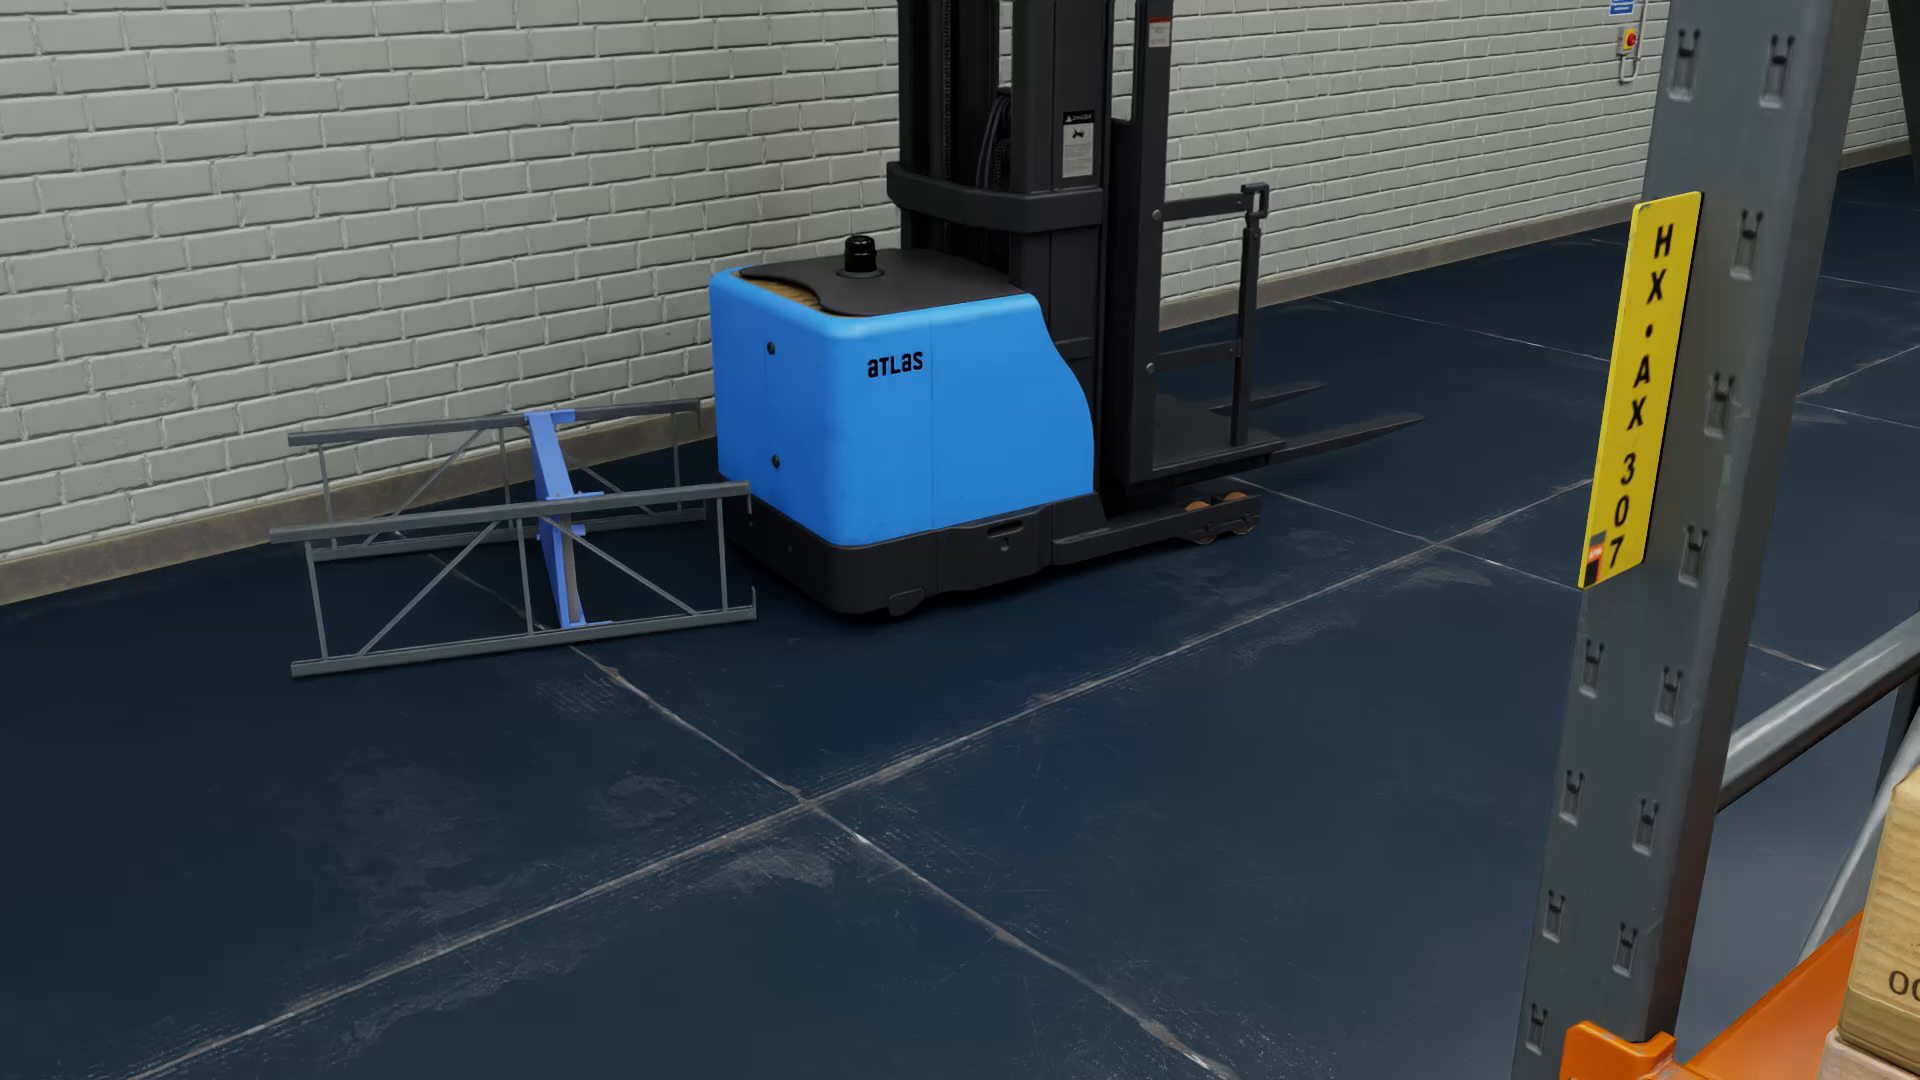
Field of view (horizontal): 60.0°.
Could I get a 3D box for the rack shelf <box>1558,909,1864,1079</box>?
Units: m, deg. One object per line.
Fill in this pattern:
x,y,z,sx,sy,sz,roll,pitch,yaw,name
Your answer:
2.294,1.076,0.610,1.077,0.370,4.000,-17,27,-37,rack shelf

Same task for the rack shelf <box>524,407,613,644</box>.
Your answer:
-1.403,-0.078,5.945,0.185,0.538,1.000,-7,22,-16,rack shelf

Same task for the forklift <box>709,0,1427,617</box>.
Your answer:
0.586,-1.494,6.279,3.031,2.935,1.130,-13,25,-31,forklift

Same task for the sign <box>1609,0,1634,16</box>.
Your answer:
4.722,-3.854,11.840,0.327,0.218,0.001,-17,27,-37,sign

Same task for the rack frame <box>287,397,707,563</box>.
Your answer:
-1.729,-0.235,6.345,1.500,0.500,0.032,-7,22,-16,rack frame

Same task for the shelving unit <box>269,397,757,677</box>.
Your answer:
-1.575,-0.058,5.894,1.500,0.538,1.048,-7,22,-16,shelving unit

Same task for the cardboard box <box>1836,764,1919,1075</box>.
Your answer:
1.098,0.317,1.360,0.500,0.250,0.500,-18,28,-39,cardboard box

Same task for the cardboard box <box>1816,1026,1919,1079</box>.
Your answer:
0.971,0.482,1.484,0.380,0.149,0.250,-17,27,-37,cardboard box

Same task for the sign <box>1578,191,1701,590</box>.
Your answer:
0.564,-0.121,1.384,0.100,0.325,0.005,-17,27,-37,sign

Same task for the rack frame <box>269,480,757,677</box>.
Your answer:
-1.420,0.119,5.443,1.500,0.500,0.032,-7,22,-16,rack frame

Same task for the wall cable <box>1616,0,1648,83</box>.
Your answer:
4.798,-4.210,11.685,0.585,1.953,0.123,-17,27,-37,wall cable
